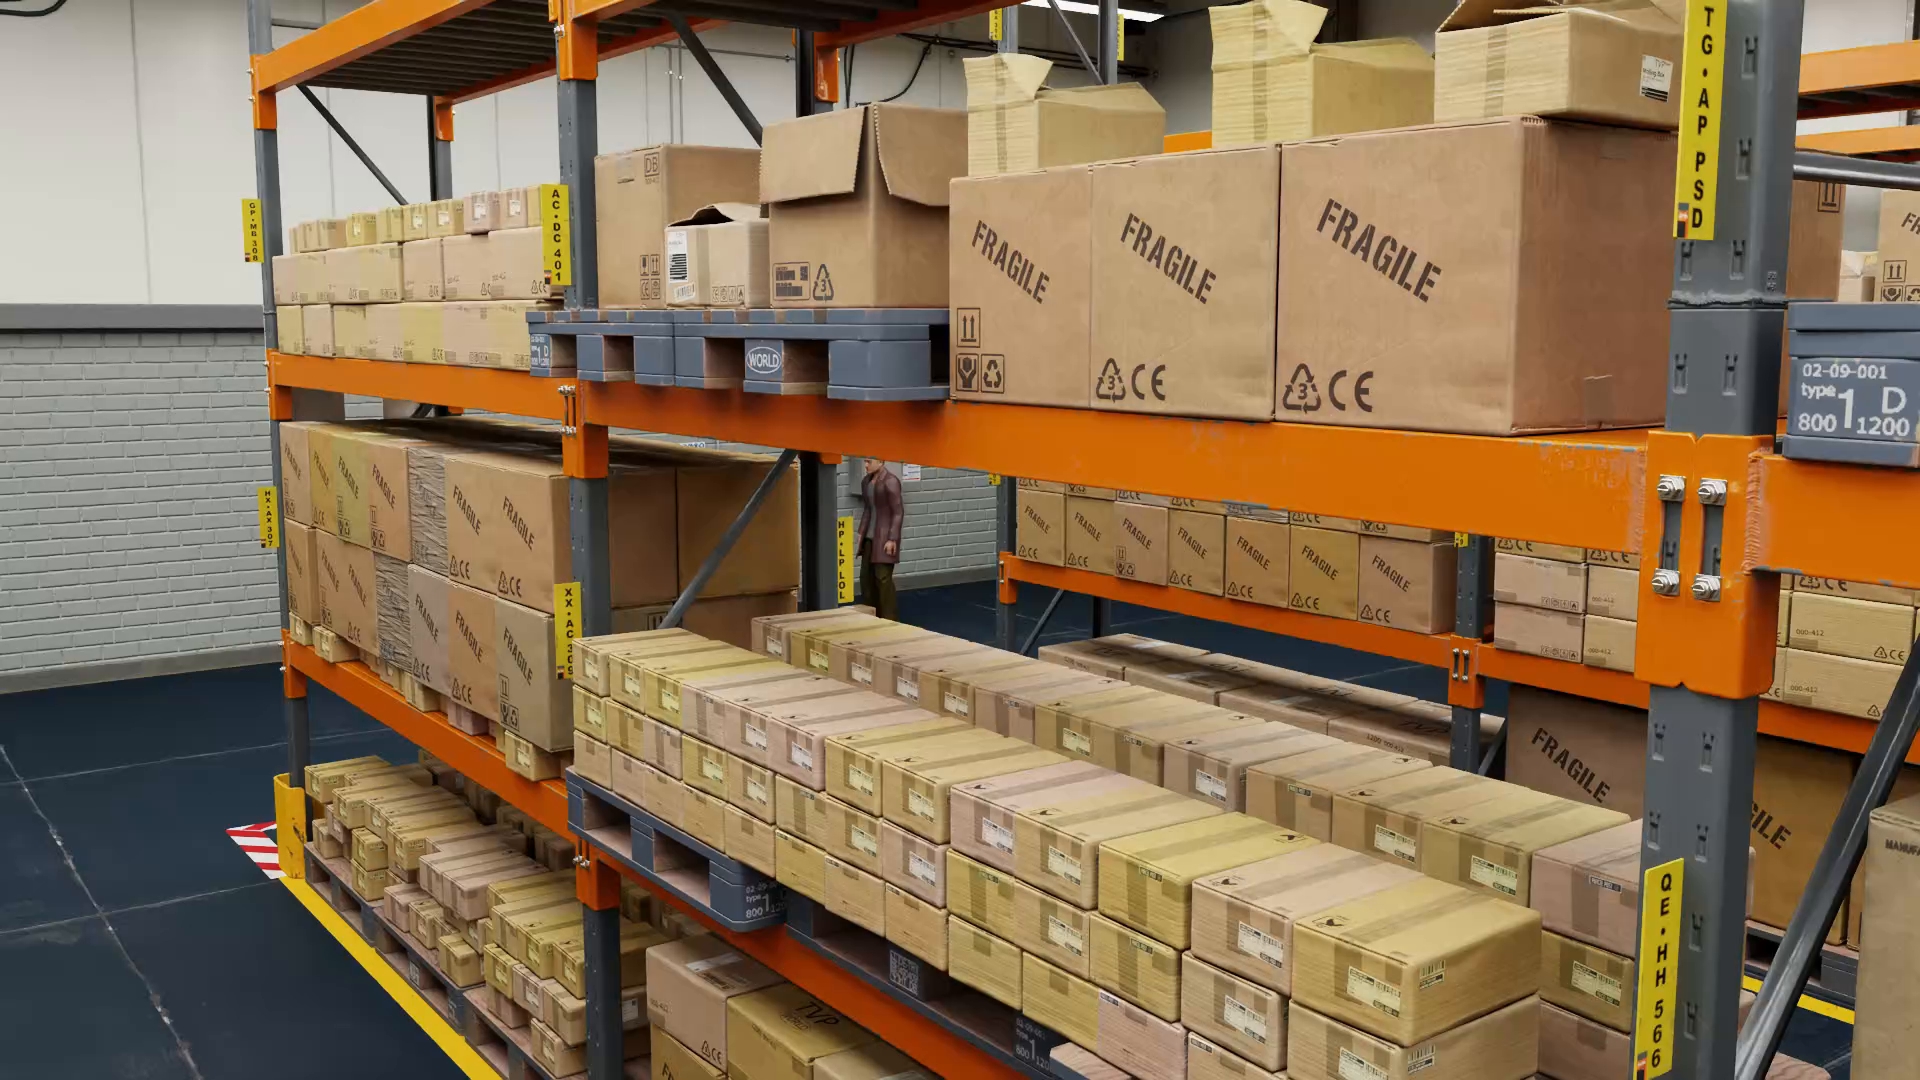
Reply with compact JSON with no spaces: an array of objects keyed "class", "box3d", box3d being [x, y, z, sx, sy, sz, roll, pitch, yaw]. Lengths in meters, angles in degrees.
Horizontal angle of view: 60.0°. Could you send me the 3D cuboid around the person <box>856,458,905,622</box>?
[{"class":"person","box3d":[-0.781,-0.010,15.932,0.428,1.773,0.641,-6,9,-36]}]
